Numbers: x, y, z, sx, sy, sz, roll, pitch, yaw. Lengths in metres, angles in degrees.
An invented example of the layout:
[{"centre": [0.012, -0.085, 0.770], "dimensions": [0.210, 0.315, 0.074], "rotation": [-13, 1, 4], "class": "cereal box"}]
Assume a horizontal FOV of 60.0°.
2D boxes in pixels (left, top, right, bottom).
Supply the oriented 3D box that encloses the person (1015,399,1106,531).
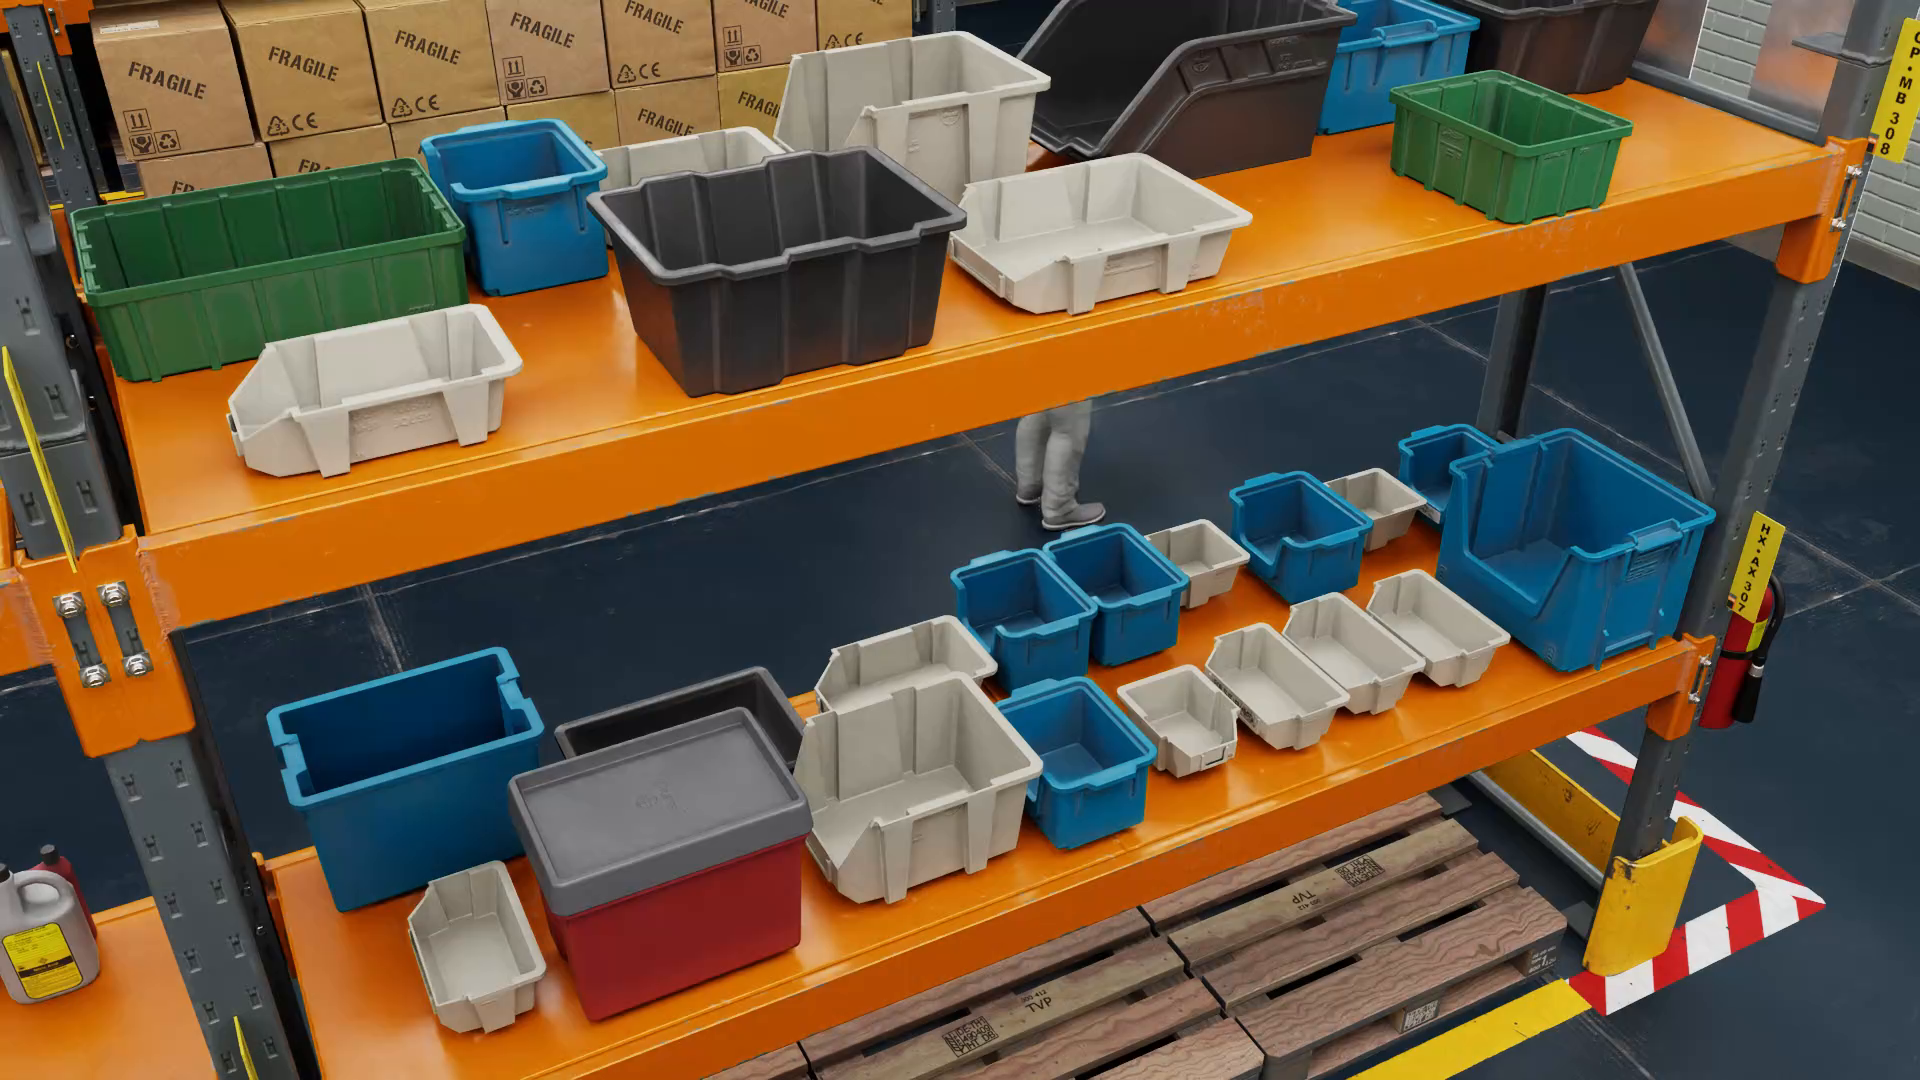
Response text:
[{"centre": [0.459, -0.917, 7.527], "dimensions": [0.555, 1.776, 0.503], "rotation": [-16, 36, -23], "class": "person"}]
